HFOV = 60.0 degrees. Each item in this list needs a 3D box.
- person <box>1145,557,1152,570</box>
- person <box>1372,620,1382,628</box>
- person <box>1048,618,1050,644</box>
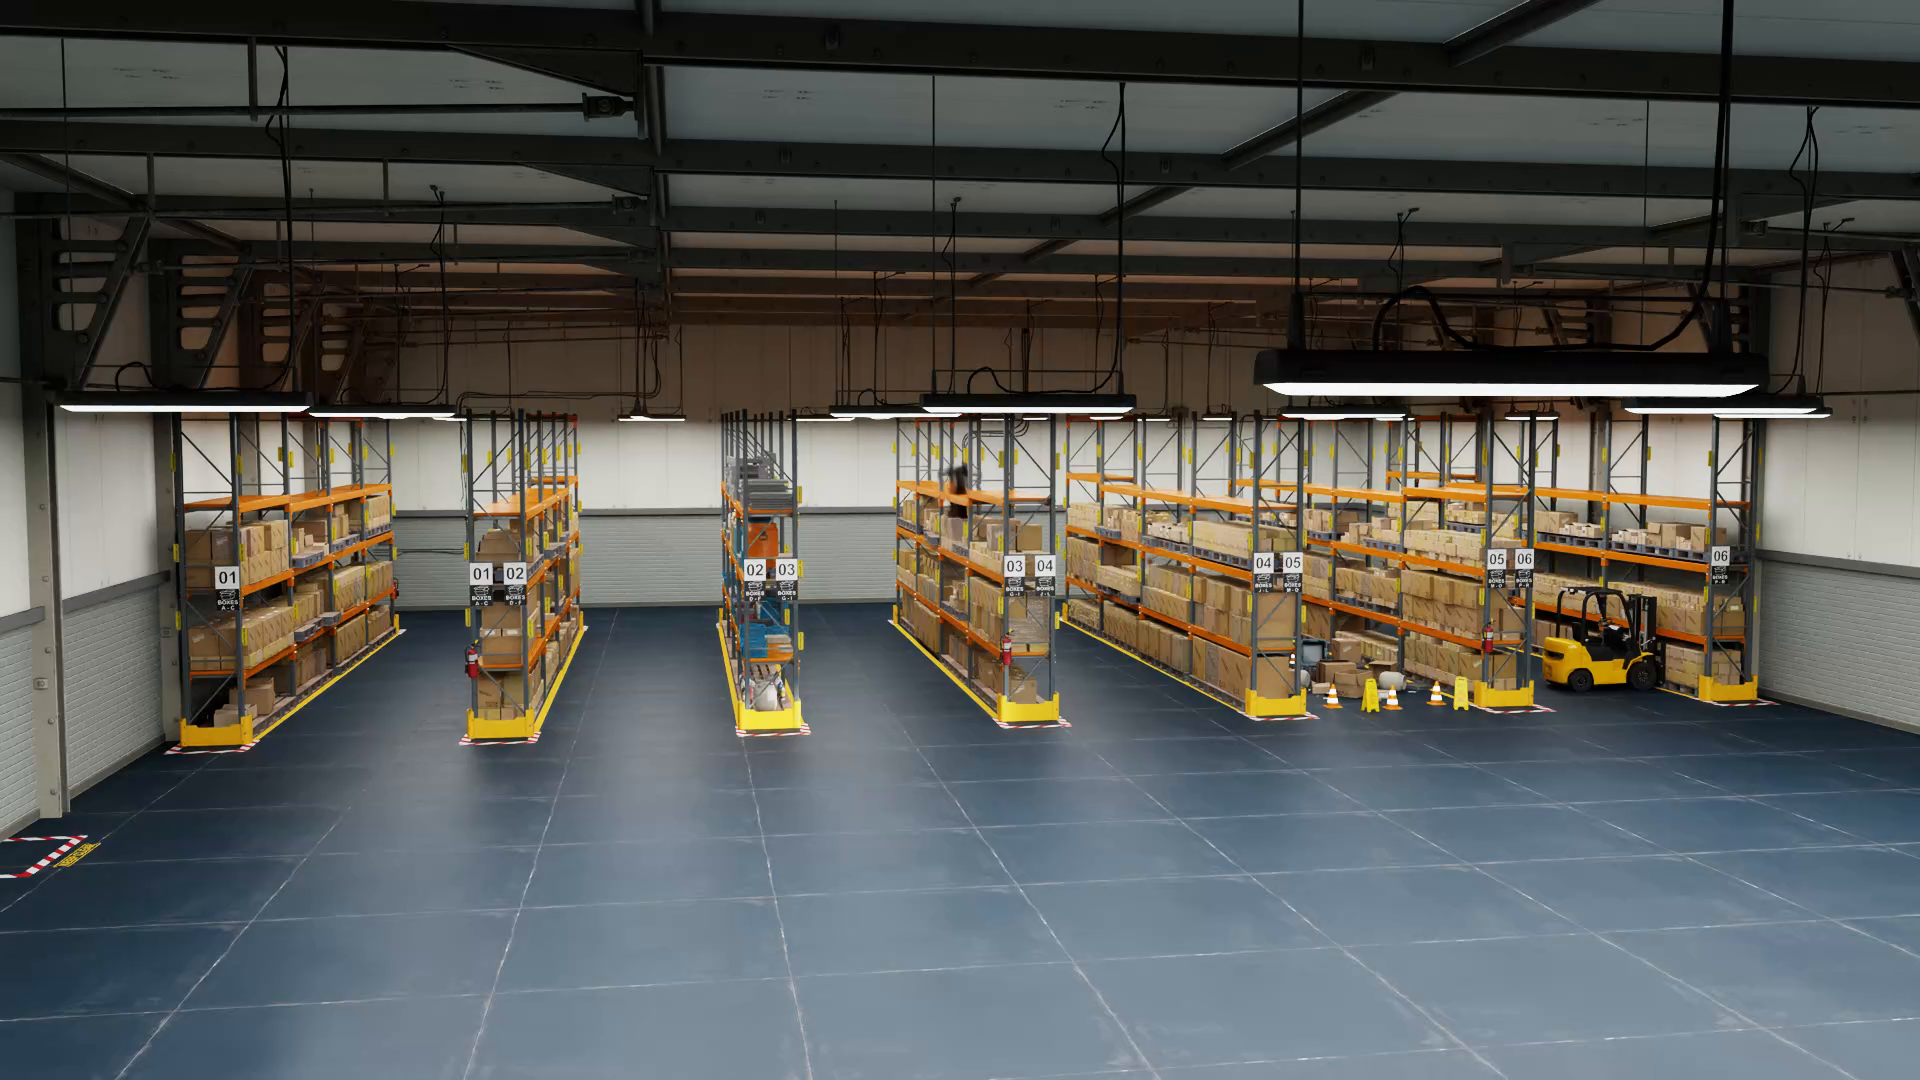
[{"bbox_3d":[5.929,1.311,51.845,0.783,1.573,0.541,-3,5,-37],"label":"person"},{"bbox_3d":[11.427,1.603,46.439,0.625,1.733,1.056,-2,4,-24],"label":"person"},{"bbox_3d":[2.157,1.889,43.048,0.549,1.713,0.802,-1,4,-9],"label":"person"}]
